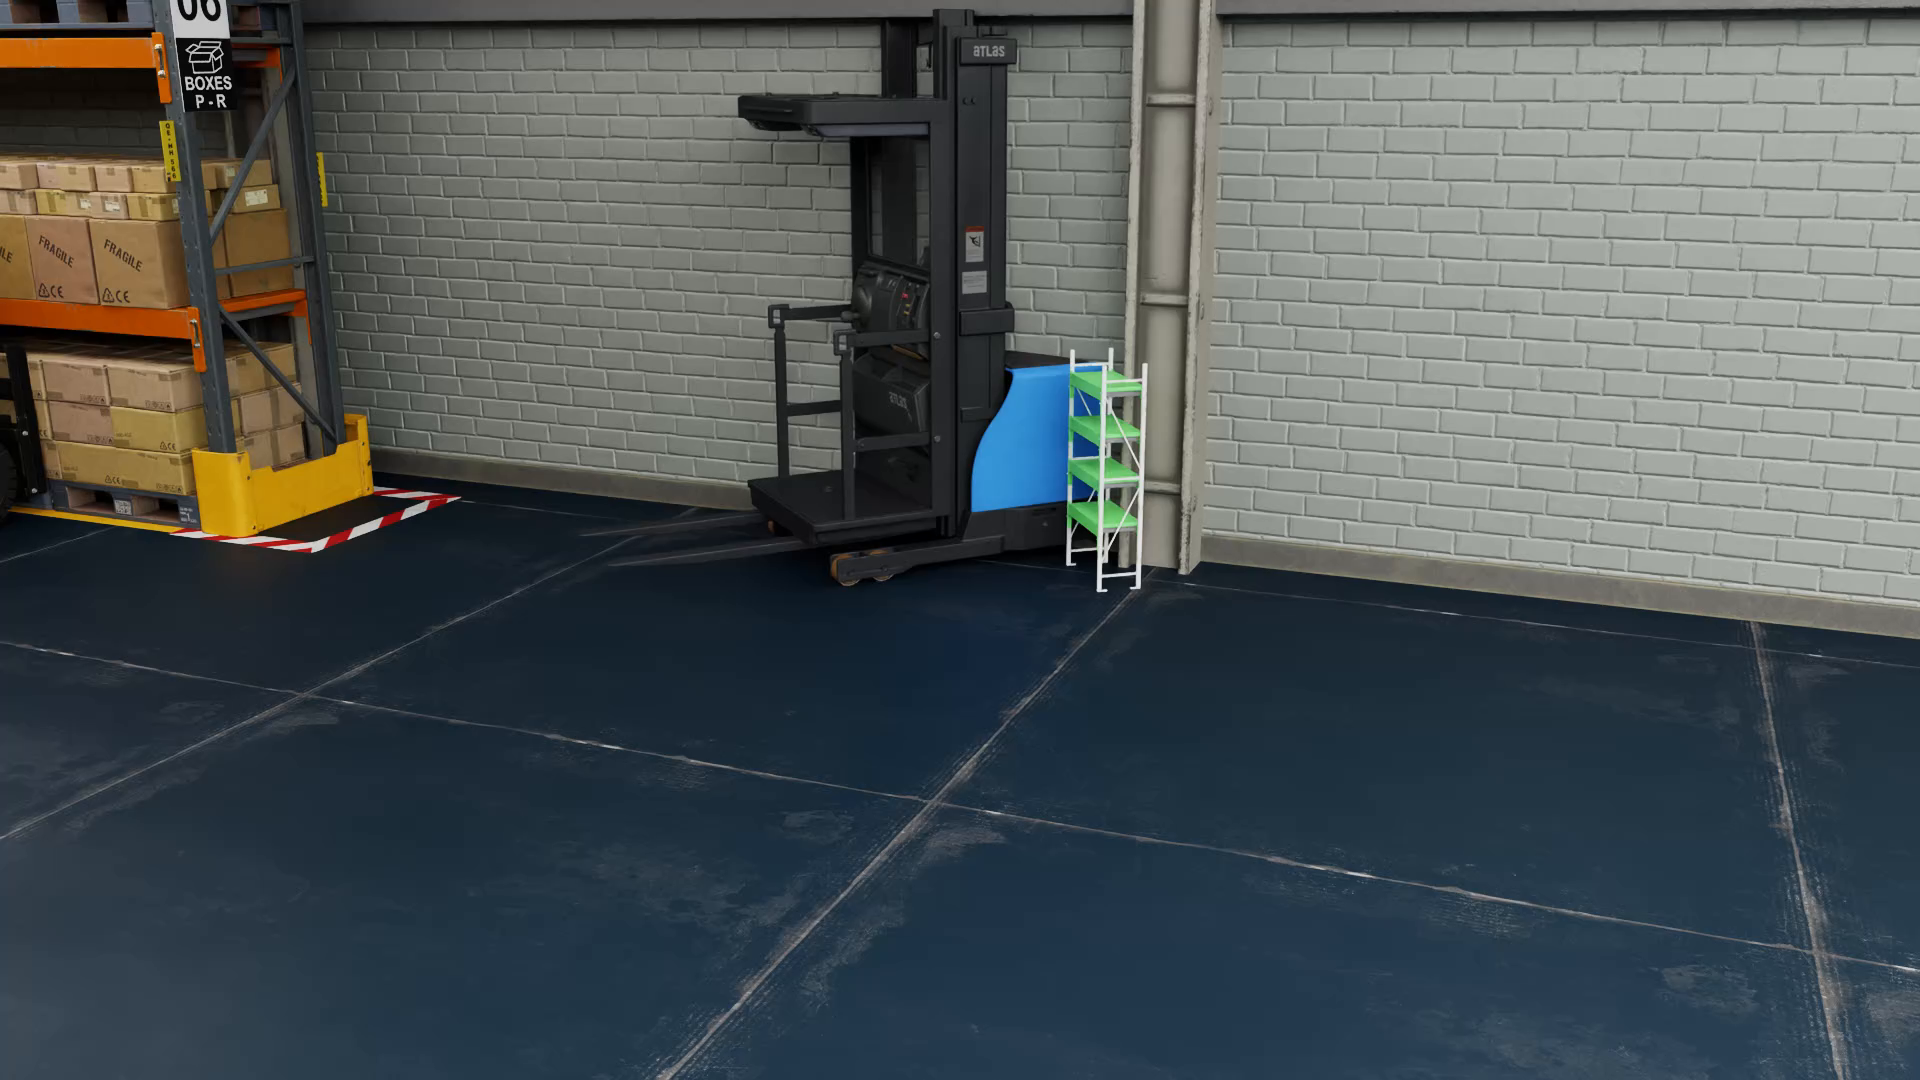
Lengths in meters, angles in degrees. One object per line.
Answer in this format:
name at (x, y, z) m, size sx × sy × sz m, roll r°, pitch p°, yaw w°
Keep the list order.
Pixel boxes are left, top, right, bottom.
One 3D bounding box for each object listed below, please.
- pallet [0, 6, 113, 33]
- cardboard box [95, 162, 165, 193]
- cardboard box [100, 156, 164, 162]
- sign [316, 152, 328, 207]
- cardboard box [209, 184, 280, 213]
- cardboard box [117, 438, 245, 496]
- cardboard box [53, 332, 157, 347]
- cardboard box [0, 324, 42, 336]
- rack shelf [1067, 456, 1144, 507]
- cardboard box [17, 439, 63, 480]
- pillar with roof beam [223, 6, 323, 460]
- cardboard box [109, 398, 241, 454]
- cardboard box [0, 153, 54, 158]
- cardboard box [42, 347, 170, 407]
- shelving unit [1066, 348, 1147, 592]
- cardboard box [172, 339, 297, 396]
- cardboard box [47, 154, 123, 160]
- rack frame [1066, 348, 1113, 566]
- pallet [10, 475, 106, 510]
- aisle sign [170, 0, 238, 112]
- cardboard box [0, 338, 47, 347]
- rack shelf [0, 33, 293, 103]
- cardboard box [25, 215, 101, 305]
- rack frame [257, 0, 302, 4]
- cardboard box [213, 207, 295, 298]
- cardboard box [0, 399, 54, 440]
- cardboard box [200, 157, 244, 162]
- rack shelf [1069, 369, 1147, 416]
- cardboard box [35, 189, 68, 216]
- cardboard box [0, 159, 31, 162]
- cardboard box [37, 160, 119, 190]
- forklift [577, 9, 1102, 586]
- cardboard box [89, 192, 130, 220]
pallet at (-5.943, -3.223, 10.172) m, size 1.213 × 0.211 × 1.003 m, roll 6°, pitch 17°, yaw 21°
cardboard box at (-4.807, -2.123, 9.729) m, size 0.250 × 0.149 × 0.380 m, roll 6°, pitch 17°, yaw 21°
cardboard box at (-5.097, -2.301, 10.344) m, size 0.250 × 0.149 × 0.380 m, roll 6°, pitch 17°, yaw 21°
sign at (-3.947, -2.218, 10.239) m, size 0.005 × 0.325 × 0.100 m, roll 6°, pitch 17°, yaw 21°
cardboard box at (-4.376, -2.083, 10.124) m, size 0.250 × 0.149 × 0.380 m, roll 6°, pitch 17°, yaw 19°
cardboard box at (-4.709, -0.468, 10.086) m, size 0.500 × 0.250 × 0.500 m, roll 6°, pitch 17°, yaw 21°
cardboard box at (-5.461, -1.185, 10.760) m, size 0.500 × 0.250 × 0.500 m, roll 6°, pitch 17°, yaw 20°
cardboard box at (-6.406, -1.288, 11.116) m, size 0.500 × 0.250 × 0.500 m, roll 6°, pitch 17°, yaw 21°
rack shelf at (0.770, -0.317, 8.843) m, size 0.258 × 0.148 × 0.480 m, roll -4°, pitch 17°, yaw -15°
cardboard box at (-5.630, -0.575, 10.454) m, size 0.500 × 0.250 × 0.500 m, roll 6°, pitch 17°, yaw 21°
pillar with roof beam at (-6.053, -3.691, 6.246) m, size 0.400 × 9.000 × 9.100 m, roll 6°, pitch 17°, yaw 21°
cardboard box at (-4.723, -0.711, 10.025) m, size 0.500 × 0.250 × 0.500 m, roll 6°, pitch 17°, yaw 20°
cardboard box at (-6.066, -2.405, 10.701) m, size 0.250 × 0.149 × 0.380 m, roll 7°, pitch 18°, yaw 22°
cardboard box at (-5.176, -0.999, 10.121) m, size 0.500 × 0.250 × 0.500 m, roll 7°, pitch 17°, yaw 22°
shelving unit at (0.770, -0.379, 8.826) m, size 0.258 × 1.200 × 0.503 m, roll -4°, pitch 17°, yaw -15°
cardboard box at (-4.534, -1.081, 10.401) m, size 0.500 × 0.250 × 0.500 m, roll 6°, pitch 17°, yaw 20°
cardboard box at (-5.559, -2.374, 10.595) m, size 0.250 × 0.149 × 0.380 m, roll 6°, pitch 17°, yaw 19°
rack frame at (0.704, -0.444, 9.051) m, size 0.240 × 1.200 × 0.015 m, roll -4°, pitch 17°, yaw -15°
pallet at (-6.014, -0.475, 10.930) m, size 1.213 × 0.211 × 1.003 m, roll 6°, pitch 17°, yaw 21°
aisle sign at (-4.203, -2.787, 9.230) m, size 0.004 × 0.787 × 0.394 m, roll 6°, pitch 17°, yaw 21°
cardboard box at (-6.118, -1.102, 10.475) m, size 0.500 × 0.250 × 0.500 m, roll 6°, pitch 17°, yaw 20°
rack shelf at (-6.016, -2.921, 10.264) m, size 4.000 × 0.370 × 1.077 m, roll 6°, pitch 17°, yaw 21°
cardboard box at (-5.189, -1.707, 9.993) m, size 0.500 × 0.500 × 0.500 m, roll 7°, pitch 18°, yaw 22°
rack frame at (-4.156, -4.502, 9.041) m, size 0.127 × 3.000 × 1.000 m, roll 6°, pitch 17°, yaw 21°
cardboard box at (-4.515, -1.792, 10.286) m, size 0.500 × 0.500 × 0.500 m, roll 7°, pitch 18°, yaw 22°
cardboard box at (-5.674, -0.813, 10.374) m, size 0.500 × 0.250 × 0.500 m, roll 6°, pitch 17°, yaw 19°
cardboard box at (-4.614, -2.257, 10.190) m, size 0.250 × 0.149 × 0.380 m, roll 7°, pitch 18°, yaw 23°
rack shelf at (0.770, -0.778, 8.710) m, size 0.258 × 0.148 × 0.480 m, roll -4°, pitch 17°, yaw -15°
cardboard box at (-5.275, -2.033, 9.952) m, size 0.250 × 0.149 × 0.380 m, roll 6°, pitch 17°, yaw 20°
cardboard box at (-5.791, -2.210, 10.030) m, size 0.250 × 0.149 × 0.380 m, roll 7°, pitch 17°, yaw 22°
cardboard box at (-5.265, -2.187, 9.951) m, size 0.250 × 0.149 × 0.380 m, roll 6°, pitch 17°, yaw 21°
forklift at (-0.565, -1.331, 9.002) m, size 3.031 × 2.935 × 1.130 m, roll -8°, pitch 18°, yaw -25°
cardboard box at (-4.830, -1.962, 9.708) m, size 0.250 × 0.149 × 0.380 m, roll 7°, pitch 17°, yaw 22°
